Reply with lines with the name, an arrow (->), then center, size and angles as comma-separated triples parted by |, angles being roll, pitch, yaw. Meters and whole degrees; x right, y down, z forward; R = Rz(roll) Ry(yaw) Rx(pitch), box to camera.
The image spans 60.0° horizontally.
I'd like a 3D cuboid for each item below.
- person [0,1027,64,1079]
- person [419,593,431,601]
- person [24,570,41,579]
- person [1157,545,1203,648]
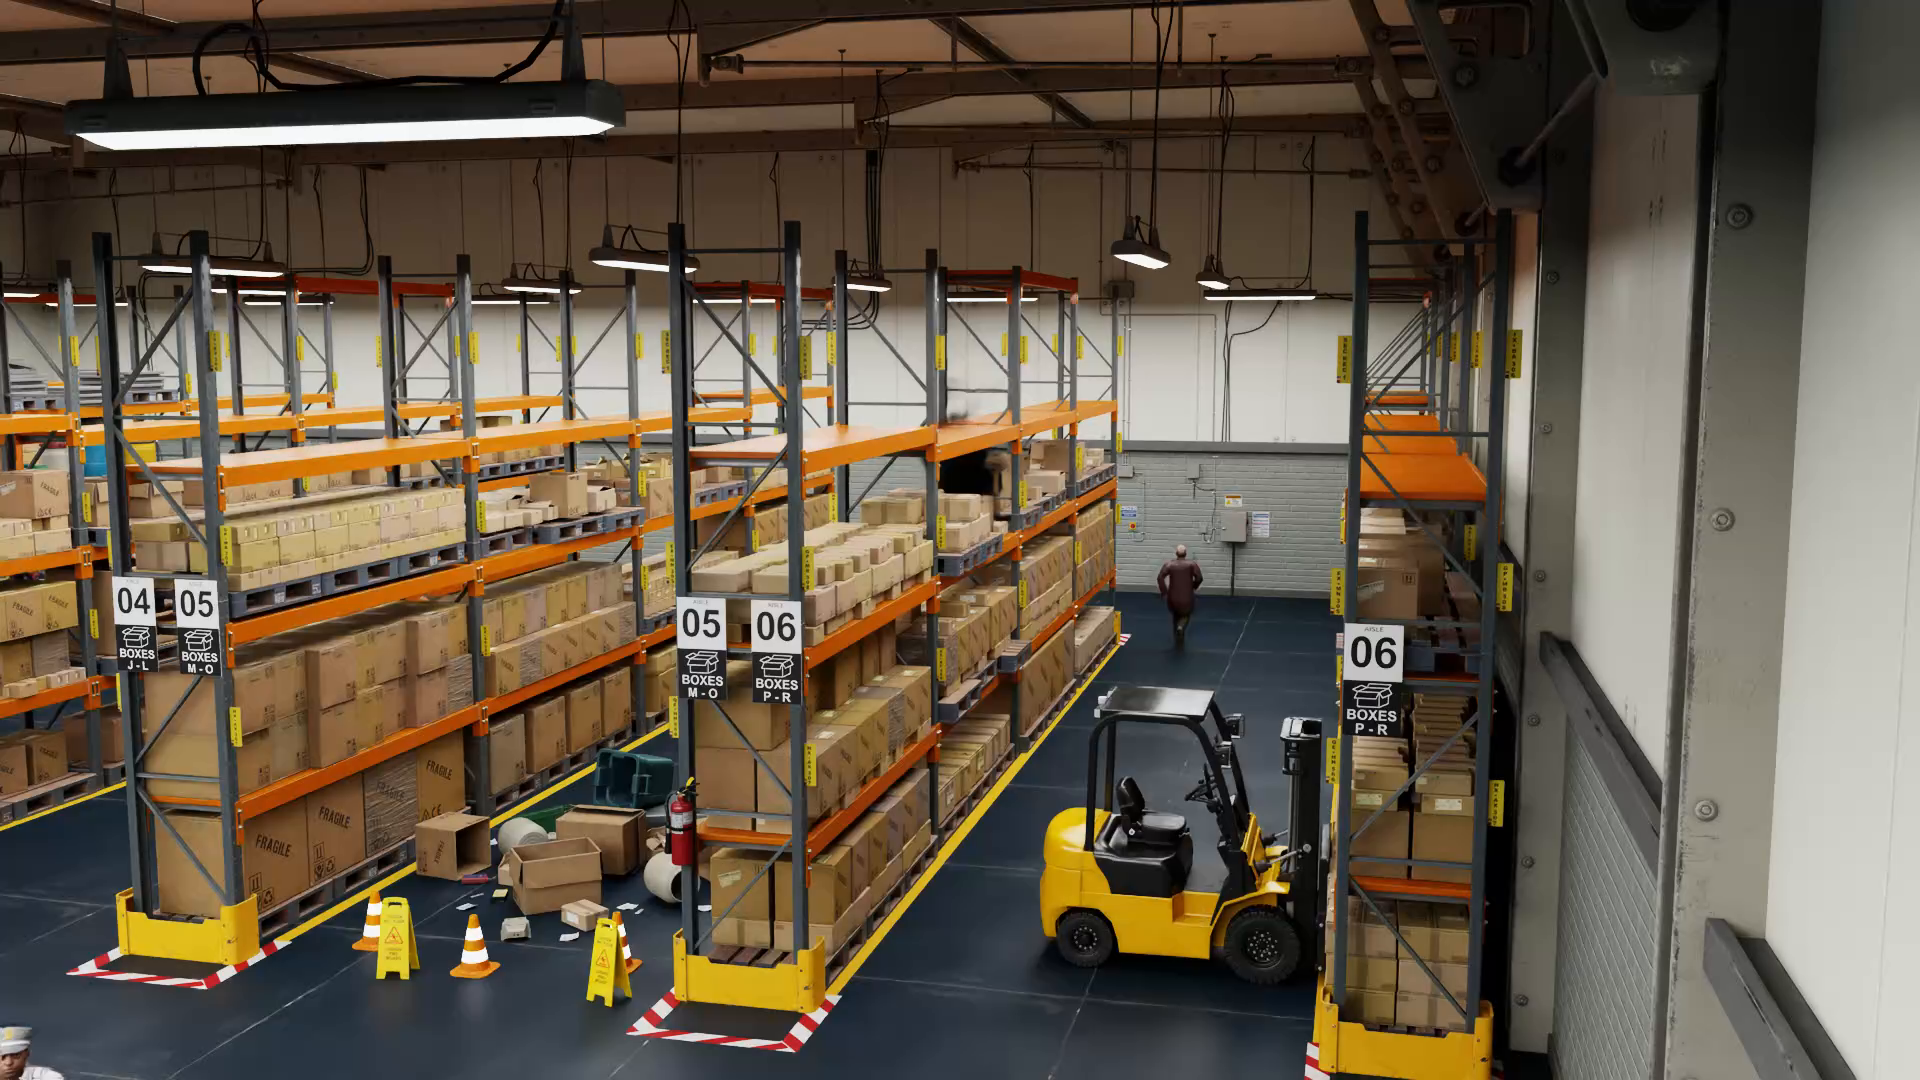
person -> -4.903, 3.296, 8.684 | 0.593, 1.669, 0.670 | -3, 8, -26
person -> -7.389, 1.564, 23.012 | 0.589, 1.649, 0.632 | 1, 7, 9
person -> -15.894, 0.790, 28.339 | 0.663, 1.777, 1.004 | 1, 7, 6
person -> 3.655, 0.957, 27.565 | 0.748, 1.756, 0.710 | 2, 7, 15
